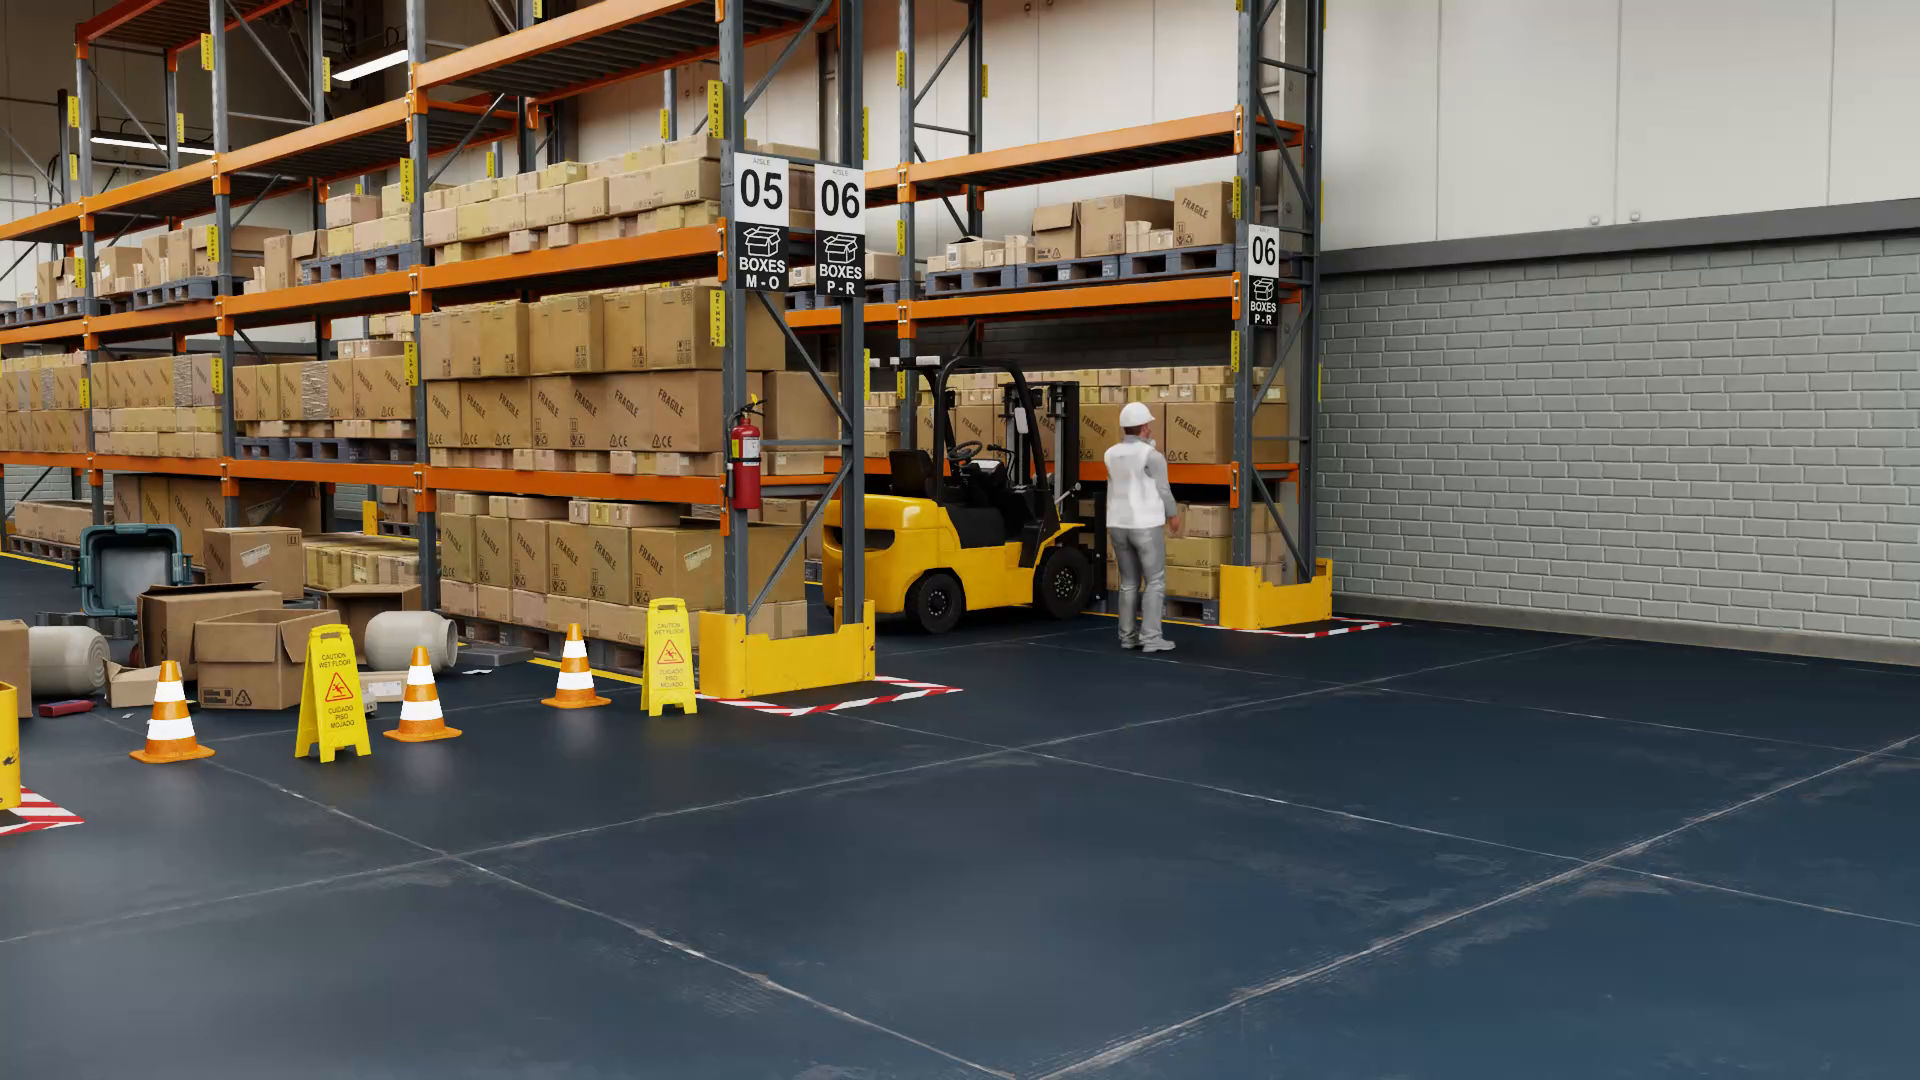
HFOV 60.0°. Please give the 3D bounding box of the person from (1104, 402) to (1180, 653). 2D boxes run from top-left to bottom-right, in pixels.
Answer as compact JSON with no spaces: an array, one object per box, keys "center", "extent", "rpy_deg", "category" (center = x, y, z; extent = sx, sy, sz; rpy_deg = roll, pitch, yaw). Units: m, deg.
[{"center":[1.321,-0.100,12.008],"extent":[0.522,1.779,0.532],"rpy_deg":[-4,5,-44],"category":"person"}]
